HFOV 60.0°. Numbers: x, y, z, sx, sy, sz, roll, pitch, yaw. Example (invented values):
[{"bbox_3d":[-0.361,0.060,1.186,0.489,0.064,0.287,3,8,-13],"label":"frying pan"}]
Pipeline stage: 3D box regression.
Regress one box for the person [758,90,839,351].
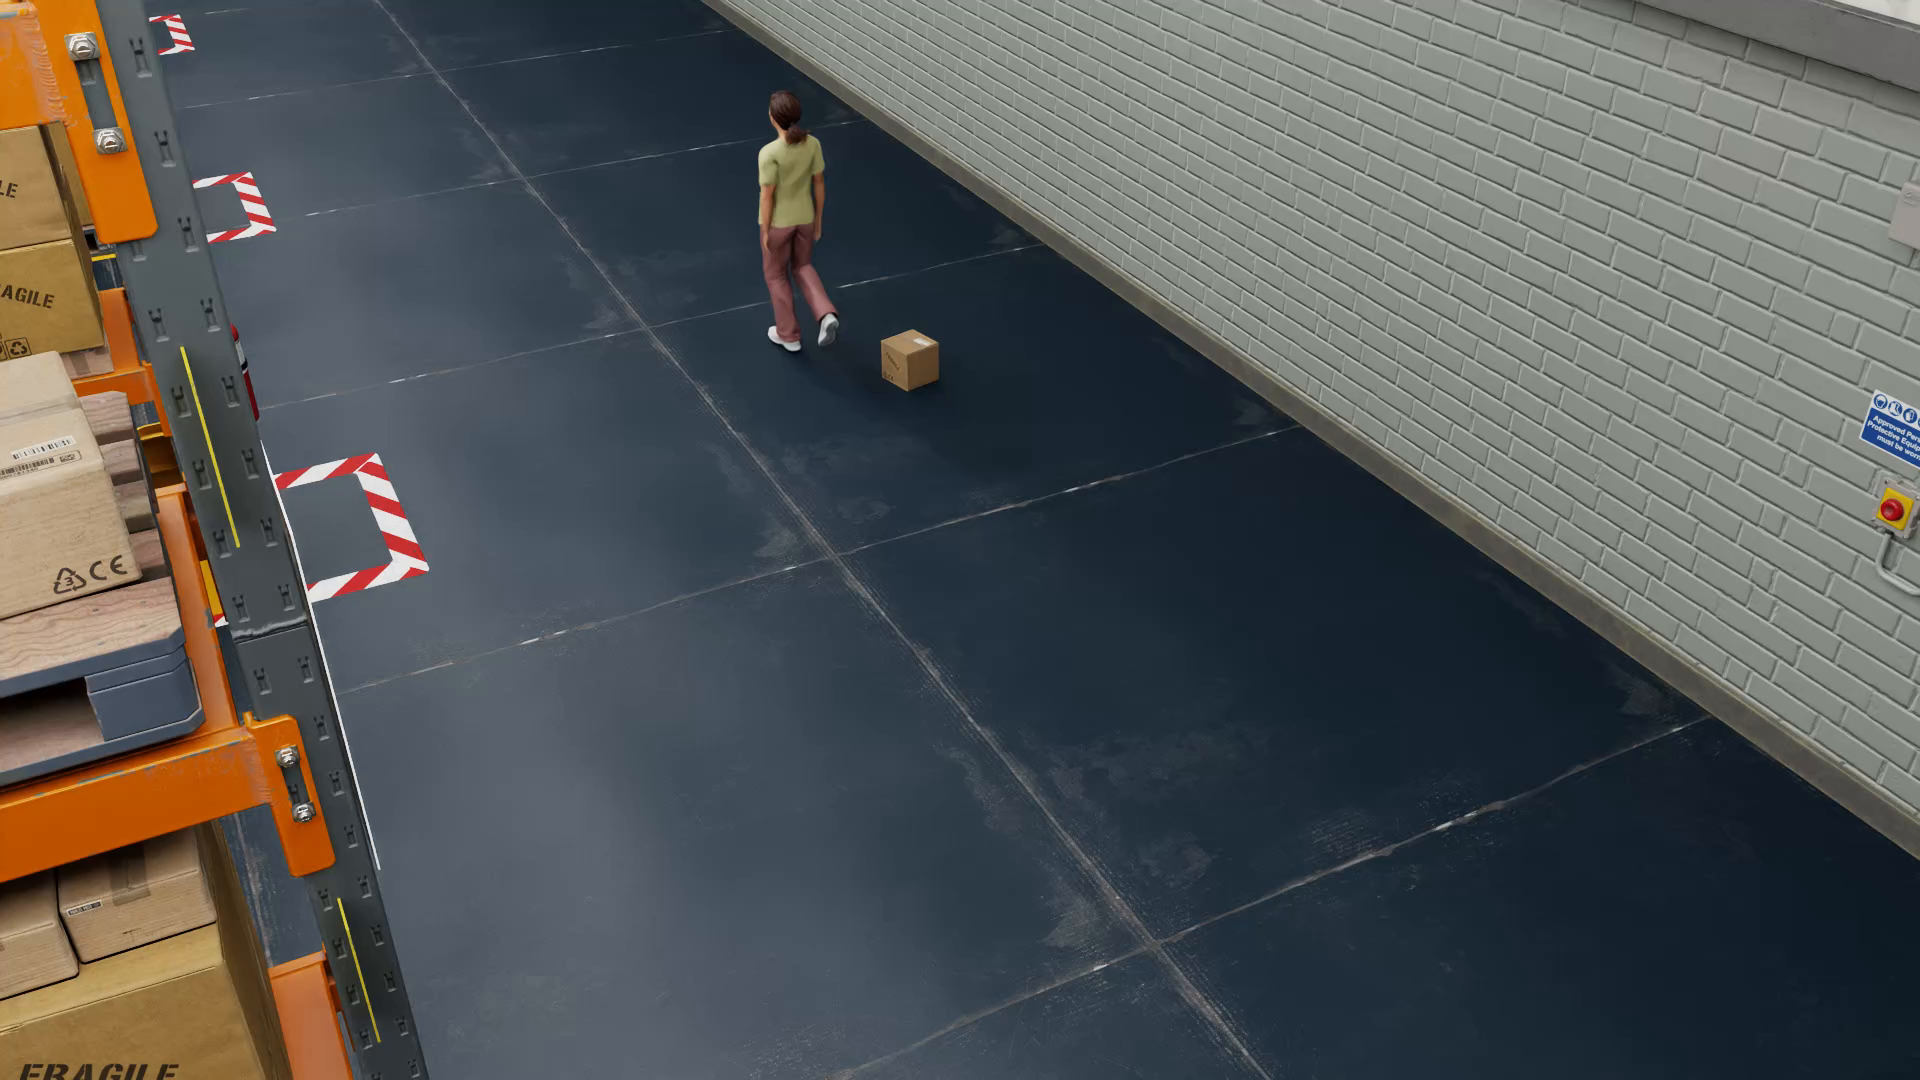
[{"bbox_3d":[-1.005,-1.891,10.002,0.442,1.656,0.589,-22,39,-30],"label":"person"}]
